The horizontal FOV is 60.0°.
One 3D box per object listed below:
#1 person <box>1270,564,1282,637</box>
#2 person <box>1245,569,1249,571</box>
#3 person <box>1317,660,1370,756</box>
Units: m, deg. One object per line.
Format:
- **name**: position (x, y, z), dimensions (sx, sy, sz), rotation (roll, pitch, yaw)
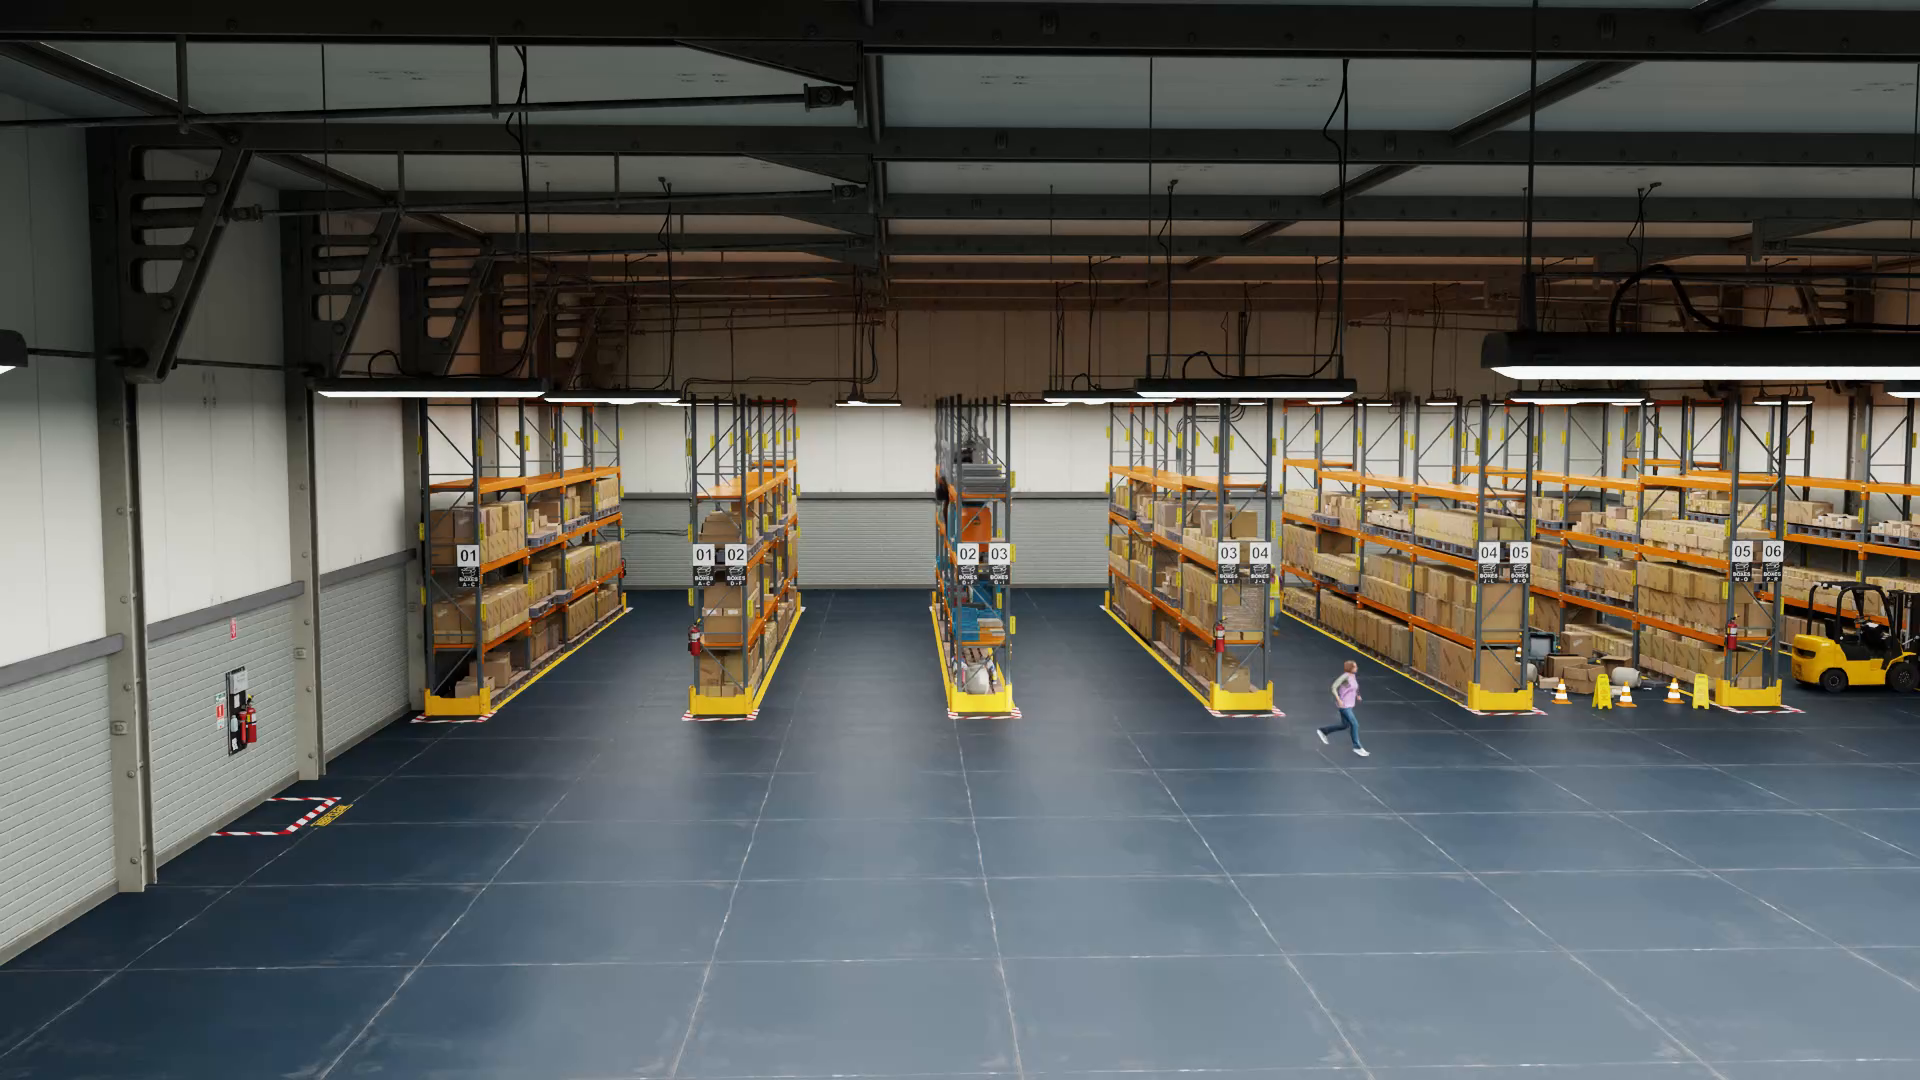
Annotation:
- **person**: position (7.893, 1.517, 42.173), dimensions (0.677, 1.823, 0.738), rotation (0, 5, -6)
- **person**: position (7.978, 1.157, 47.064), dimensions (0.702, 1.668, 0.860), rotation (1, 5, 16)
- **person**: position (6.359, 2.766, 27.583), dimensions (0.890, 1.588, 0.558), rotation (3, 5, 31)
